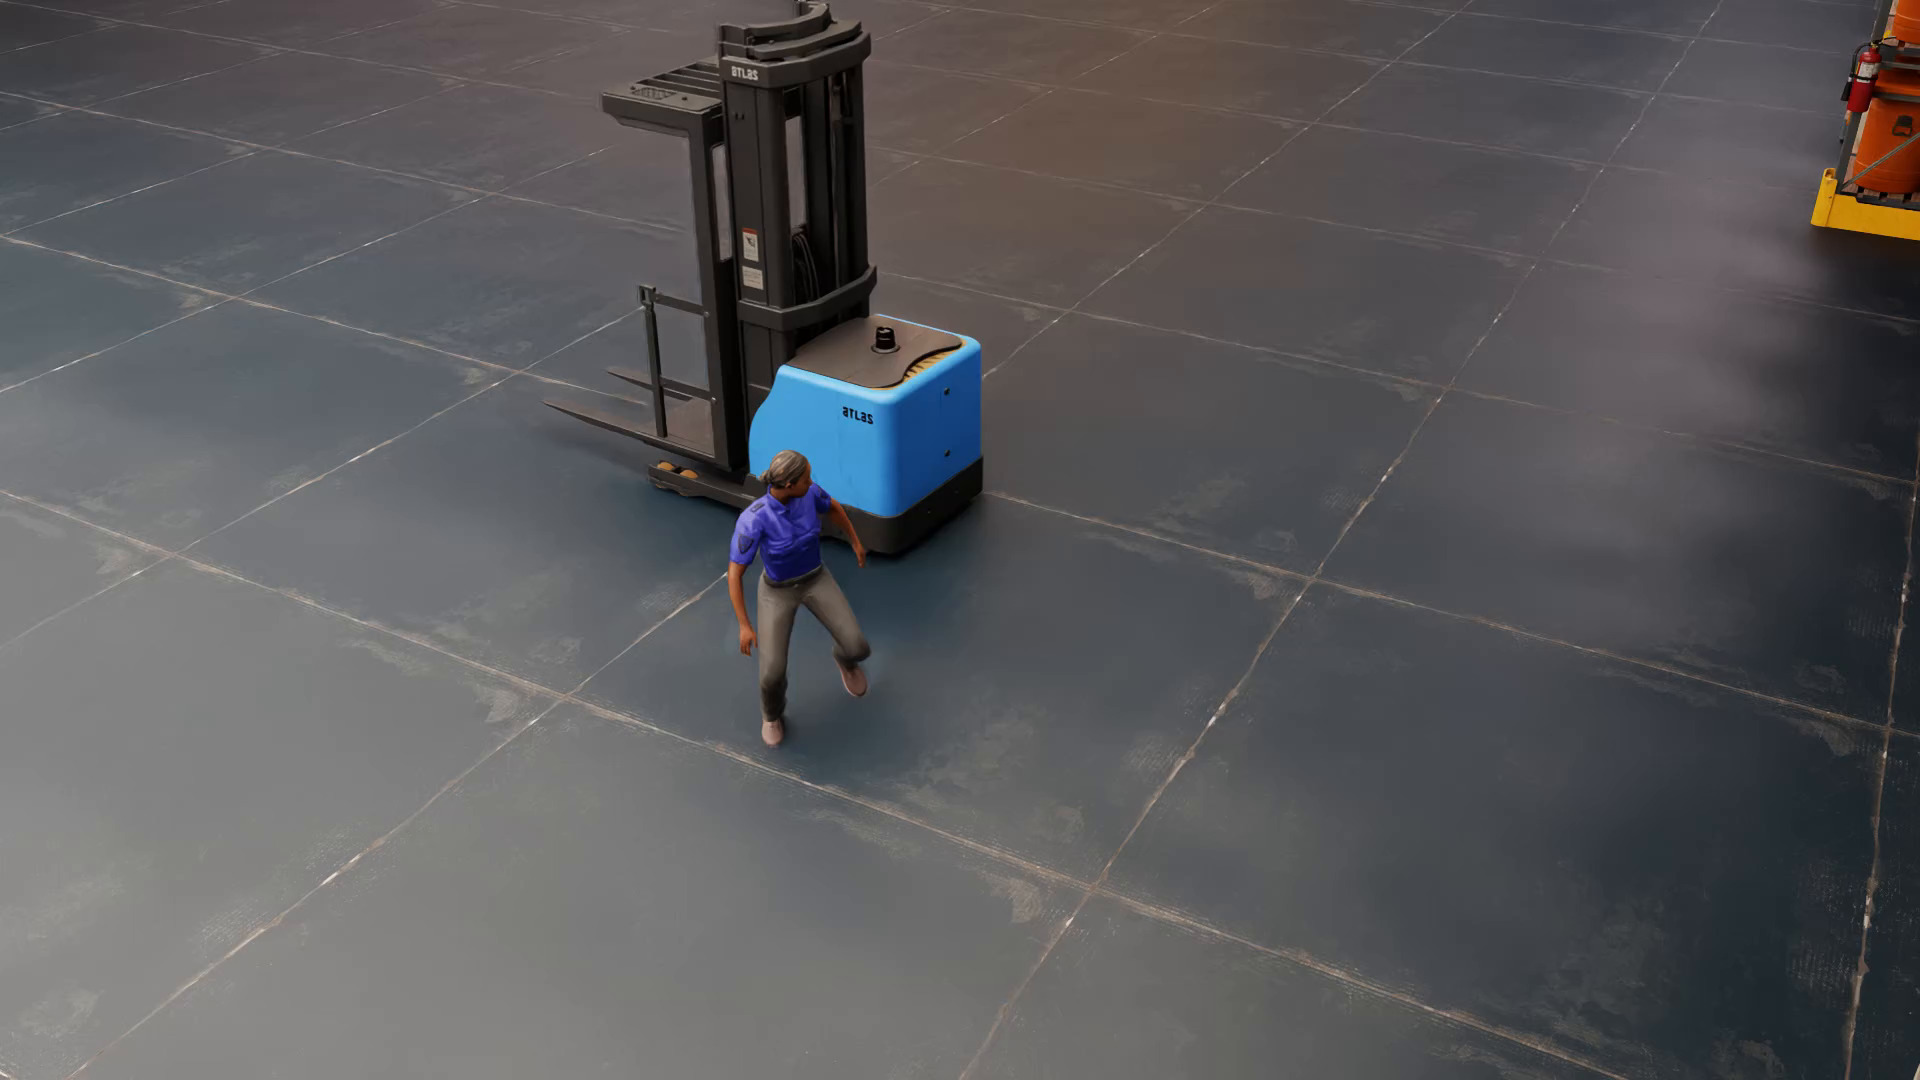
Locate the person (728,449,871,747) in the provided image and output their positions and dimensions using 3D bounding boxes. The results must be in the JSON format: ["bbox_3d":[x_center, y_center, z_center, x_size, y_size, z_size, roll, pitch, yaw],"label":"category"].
[{"bbox_3d":[-0.758,0.254,8.049,0.799,1.553,0.509,-14,33,-22],"label":"person"}]

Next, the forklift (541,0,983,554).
[{"bbox_3d":[-1.370,-1.741,10.088,3.031,2.935,1.130,18,35,28],"label":"forklift"}]
